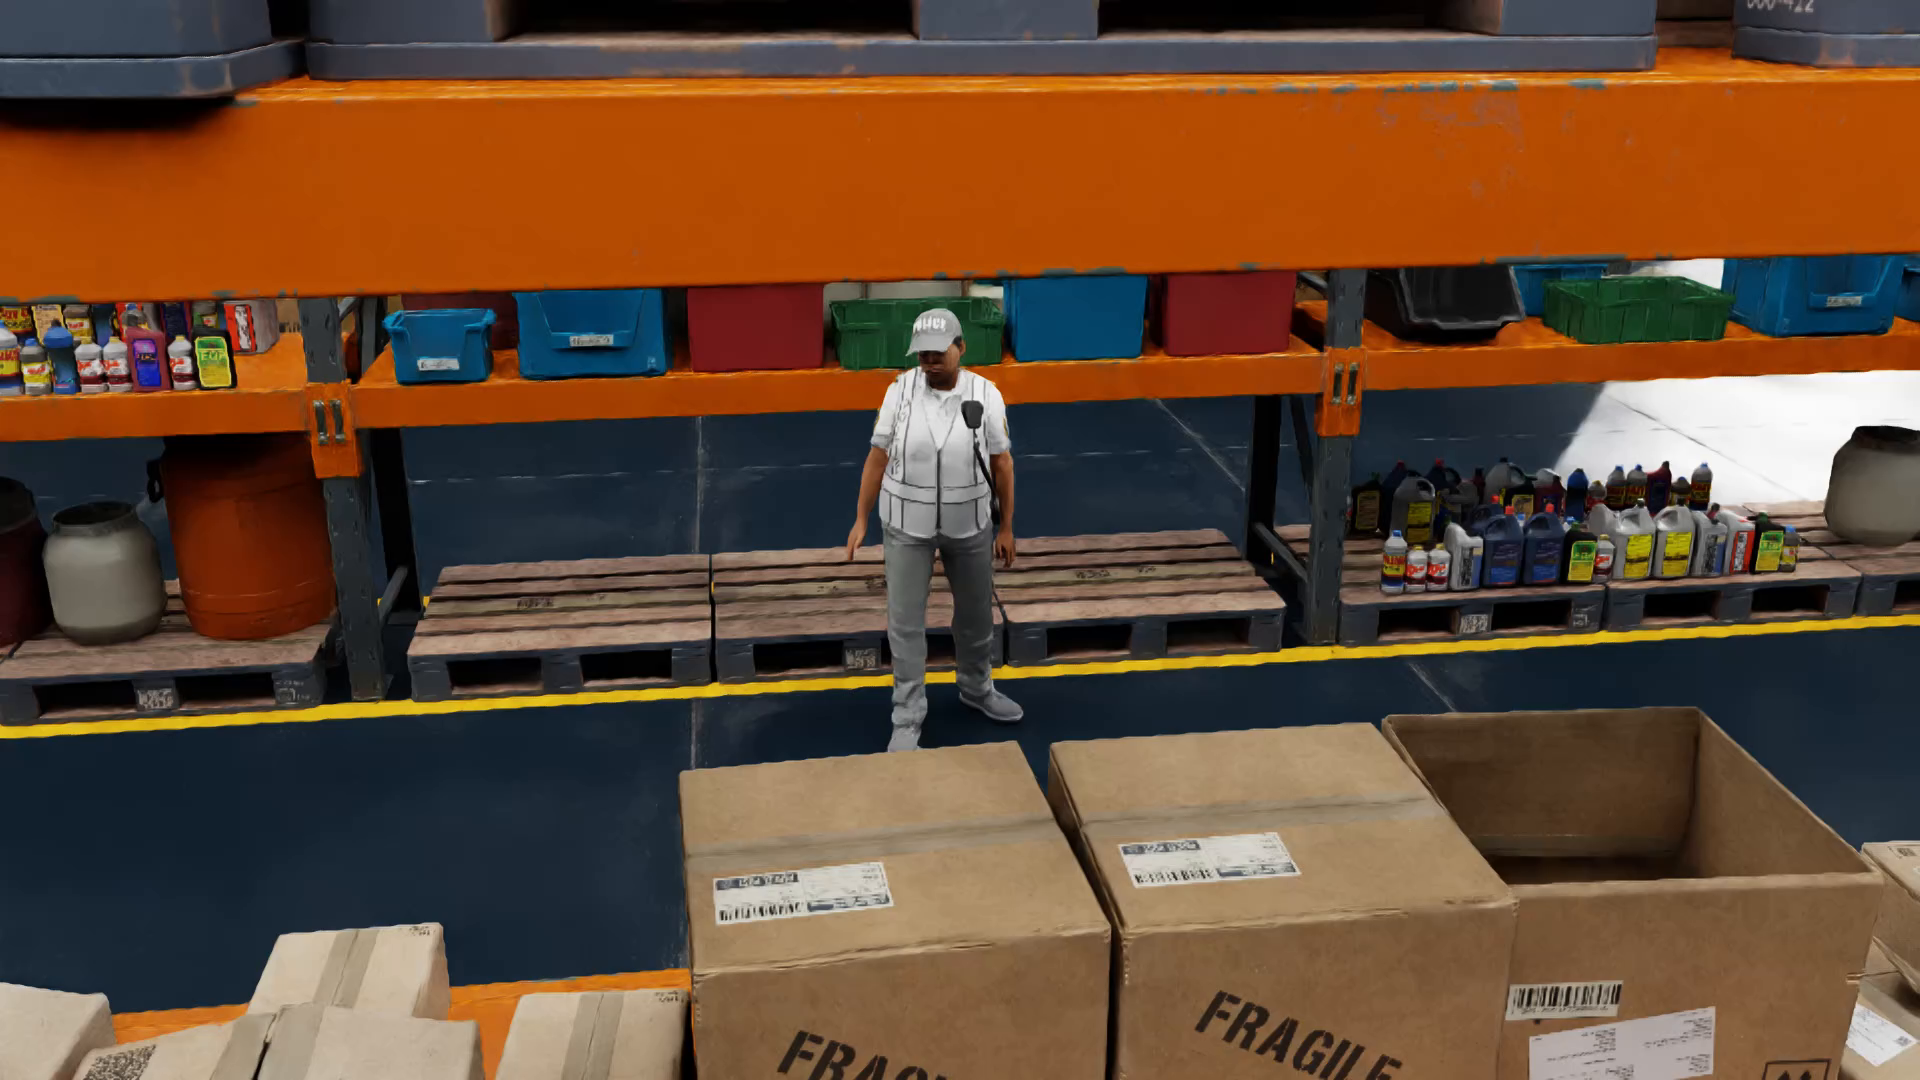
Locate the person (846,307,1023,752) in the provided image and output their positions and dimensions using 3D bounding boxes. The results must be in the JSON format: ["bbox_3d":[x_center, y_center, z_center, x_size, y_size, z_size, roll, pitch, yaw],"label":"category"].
[{"bbox_3d":[-0.084,-0.039,6.137,0.672,1.652,0.571,-1,20,-3],"label":"person"}]
